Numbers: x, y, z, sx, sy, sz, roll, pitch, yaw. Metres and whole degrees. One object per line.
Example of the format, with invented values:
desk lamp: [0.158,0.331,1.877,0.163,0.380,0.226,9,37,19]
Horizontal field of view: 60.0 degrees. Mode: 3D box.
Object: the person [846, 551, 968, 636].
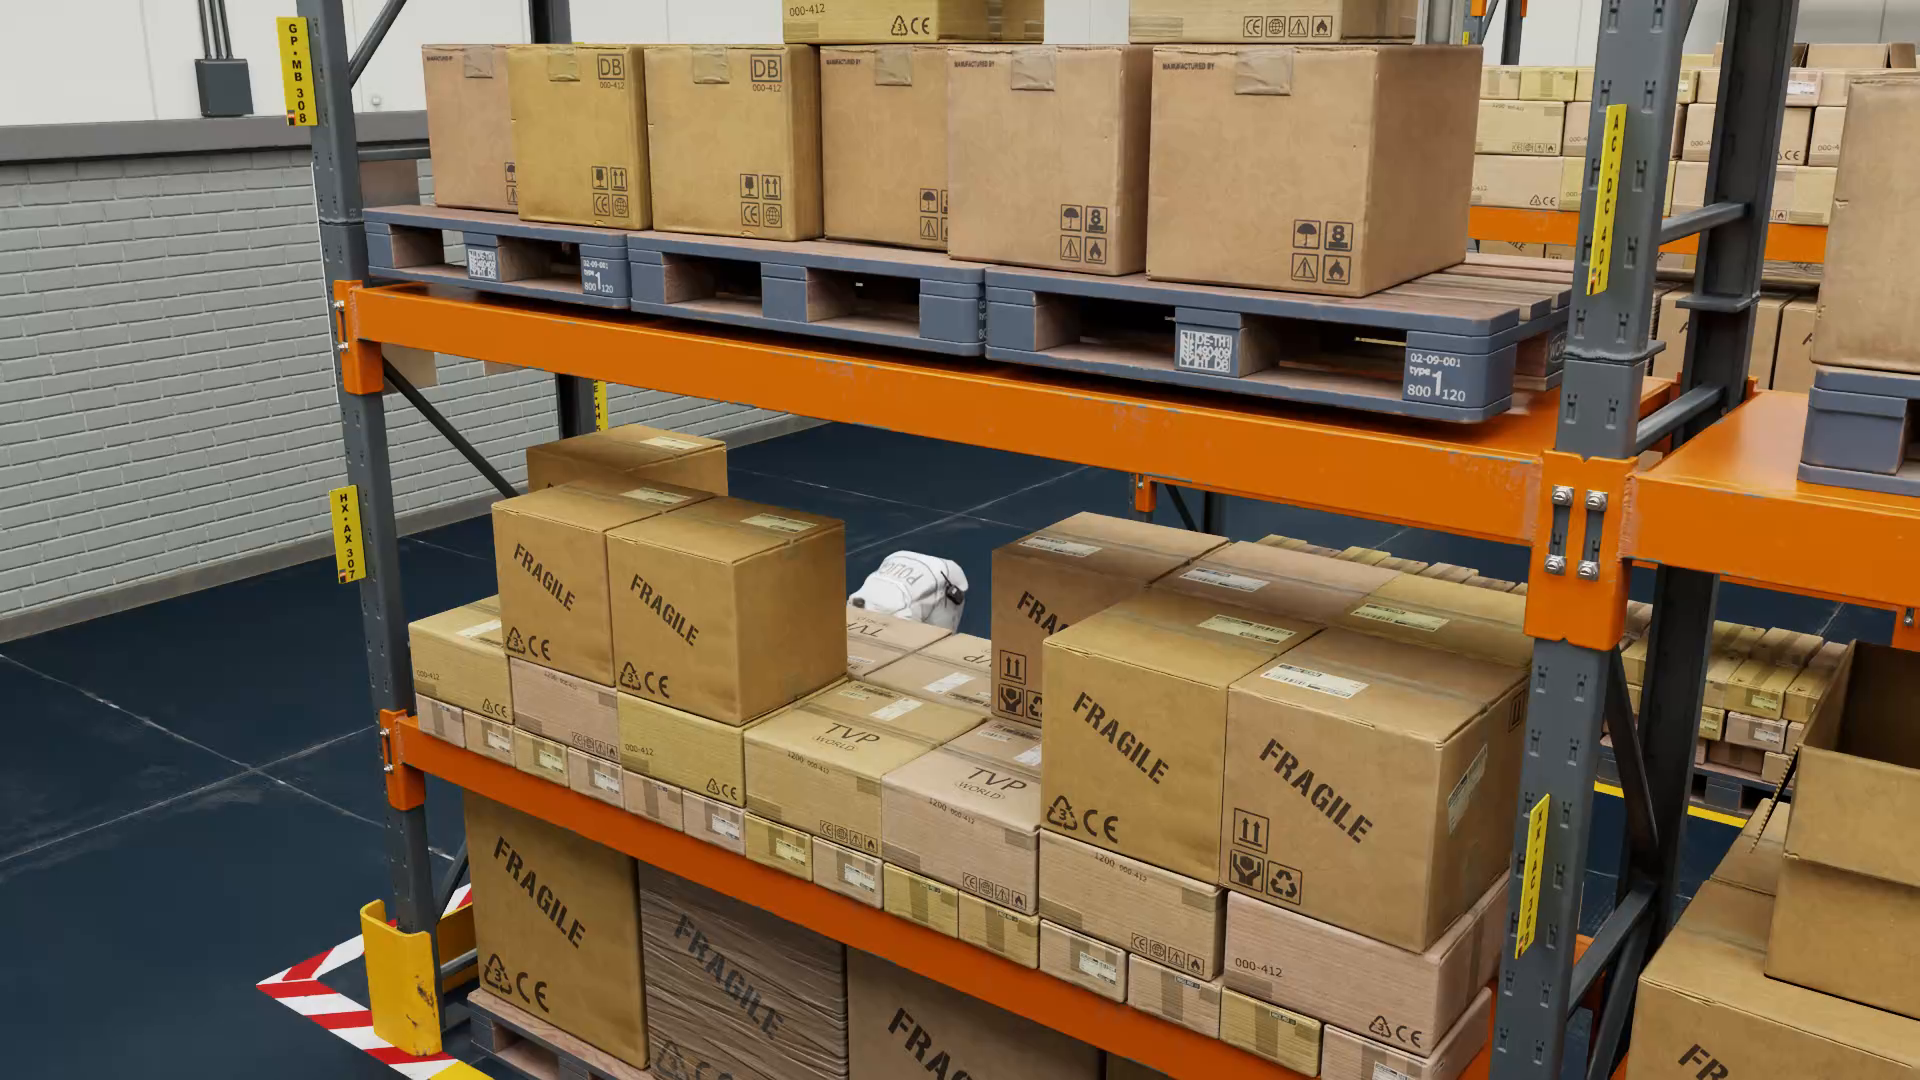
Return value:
person: [-0.339,0.612,8.634,0.497,1.014,0.950,11,20,33]
